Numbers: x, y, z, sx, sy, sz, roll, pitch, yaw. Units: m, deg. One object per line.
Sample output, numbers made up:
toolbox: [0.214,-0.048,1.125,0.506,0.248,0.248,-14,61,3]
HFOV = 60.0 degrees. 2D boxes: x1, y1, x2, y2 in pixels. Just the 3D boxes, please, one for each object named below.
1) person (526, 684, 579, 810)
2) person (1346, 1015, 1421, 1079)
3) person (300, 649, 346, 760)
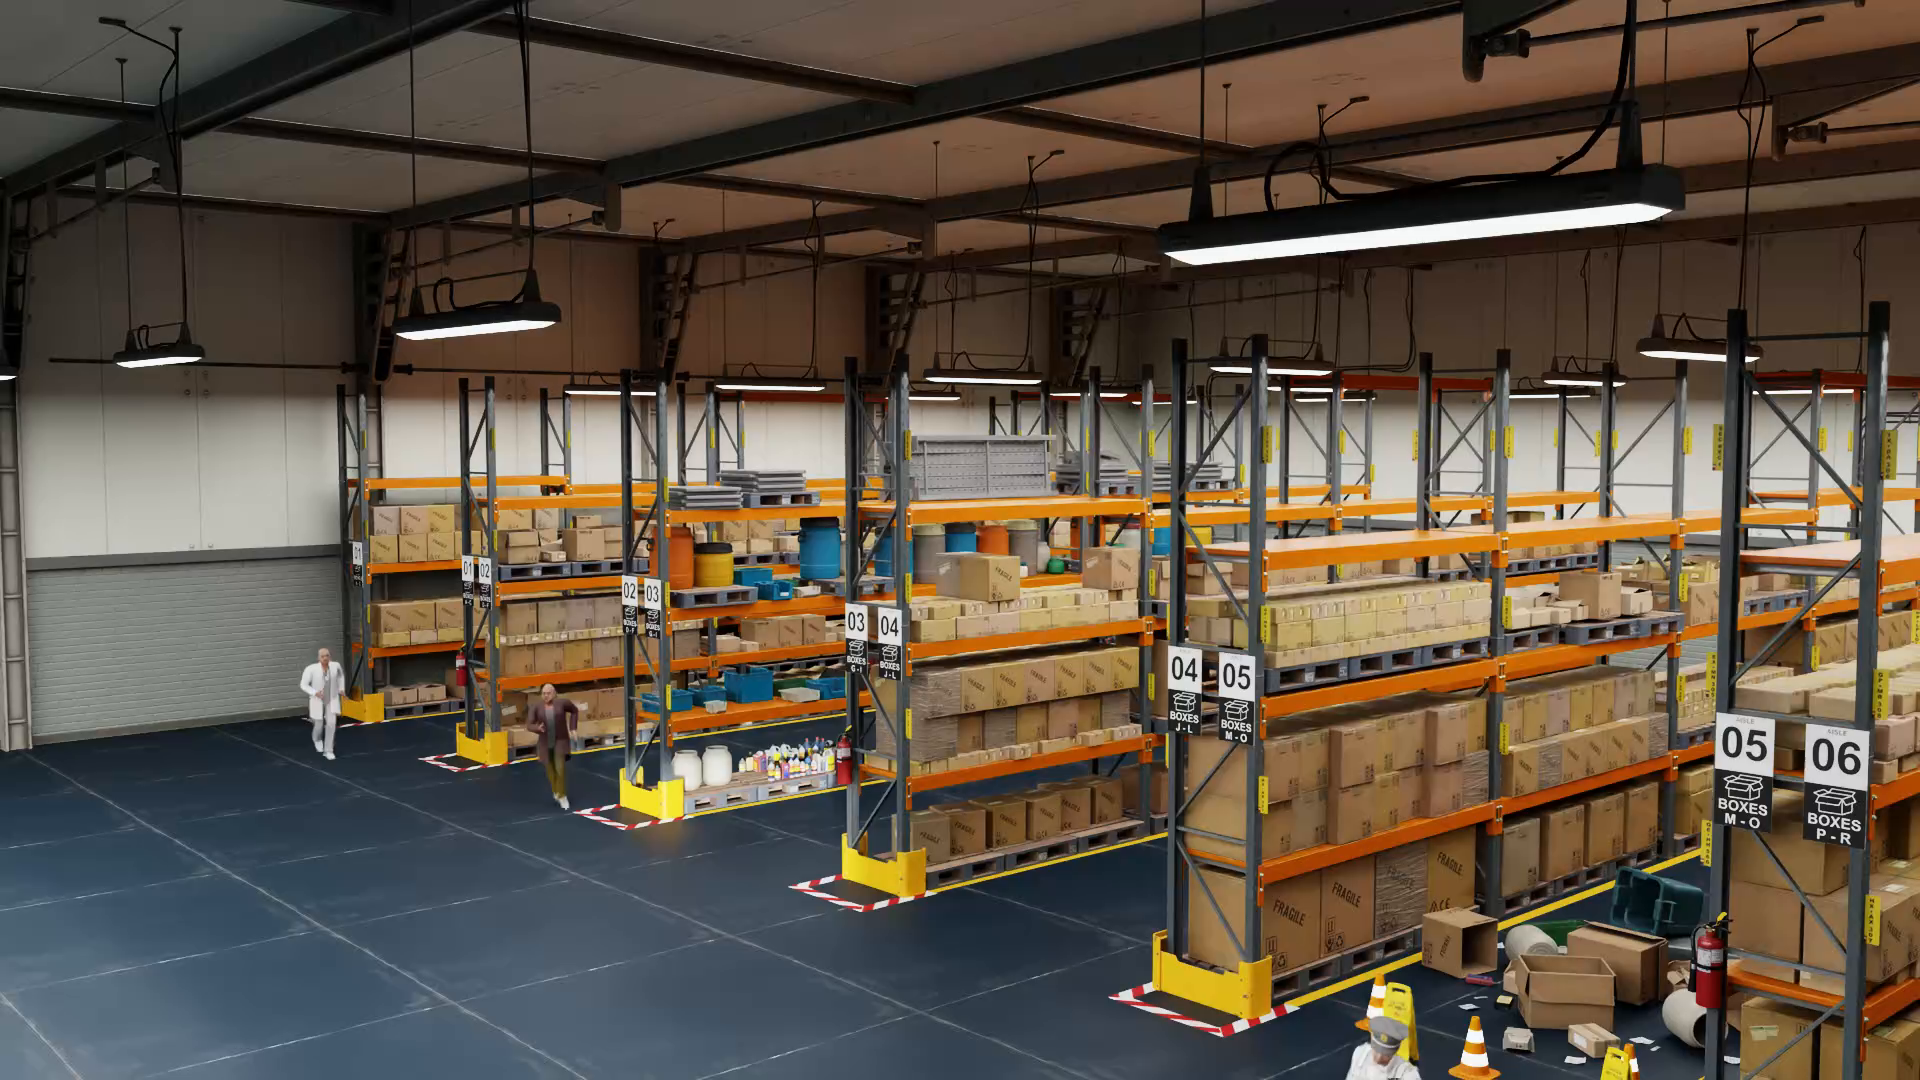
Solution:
person: [-5.577,2.807,22.779,0.636,1.728,1.012,0,4,0]
person: [2.598,3.685,10.305,0.705,1.582,0.612,3,5,38]
person: [-10.109,2.566,26.367,0.693,1.744,0.962,-2,4,-29]
